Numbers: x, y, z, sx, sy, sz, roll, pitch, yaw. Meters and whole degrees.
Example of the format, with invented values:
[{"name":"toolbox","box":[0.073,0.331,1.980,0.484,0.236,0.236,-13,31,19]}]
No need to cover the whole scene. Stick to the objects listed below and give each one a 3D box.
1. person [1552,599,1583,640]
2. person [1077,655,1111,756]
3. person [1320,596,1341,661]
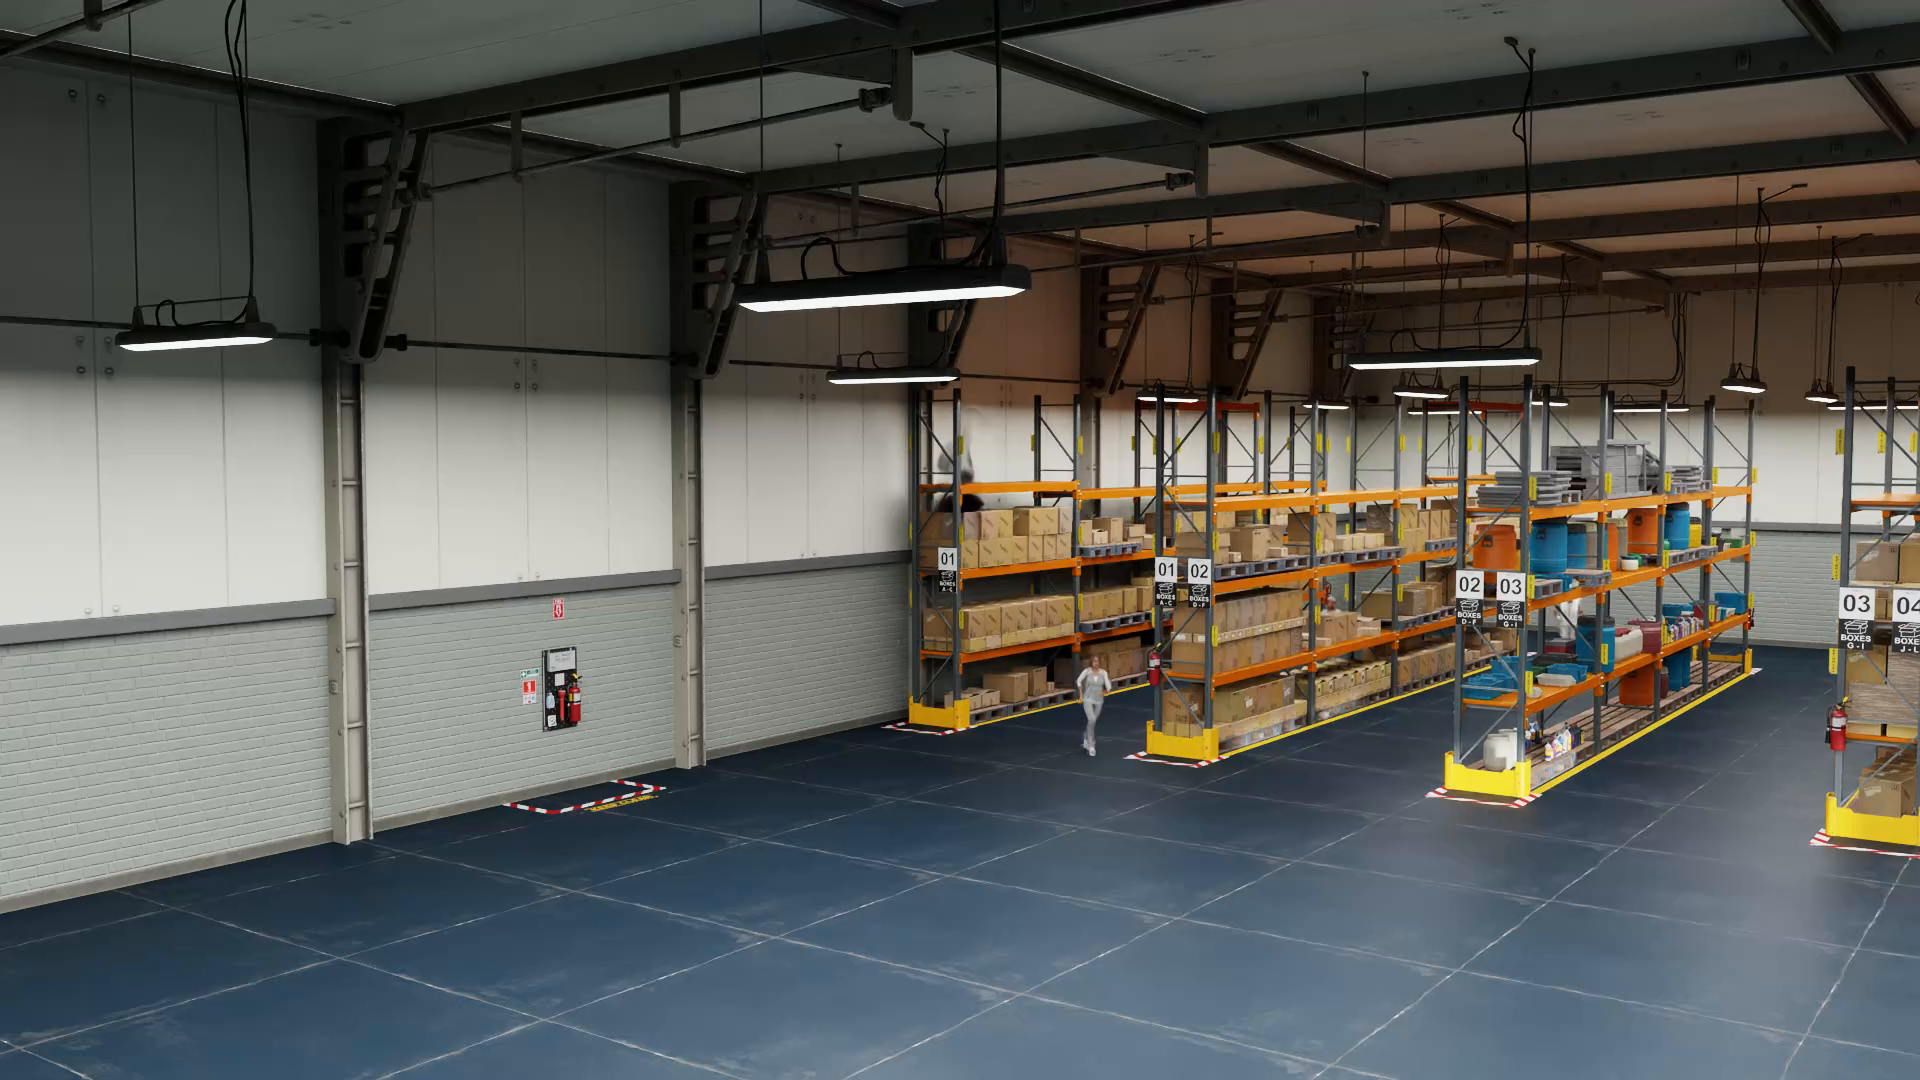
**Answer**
[{"name":"person","box":[13.911,1.965,38.064,0.665,1.746,0.632,1,3,17]},{"name":"person","box":[2.191,2.645,26.986,0.525,1.584,0.802,-1,3,-10]},{"name":"person","box":[7.807,2.094,35.017,0.643,1.829,0.850,2,4,29]}]
